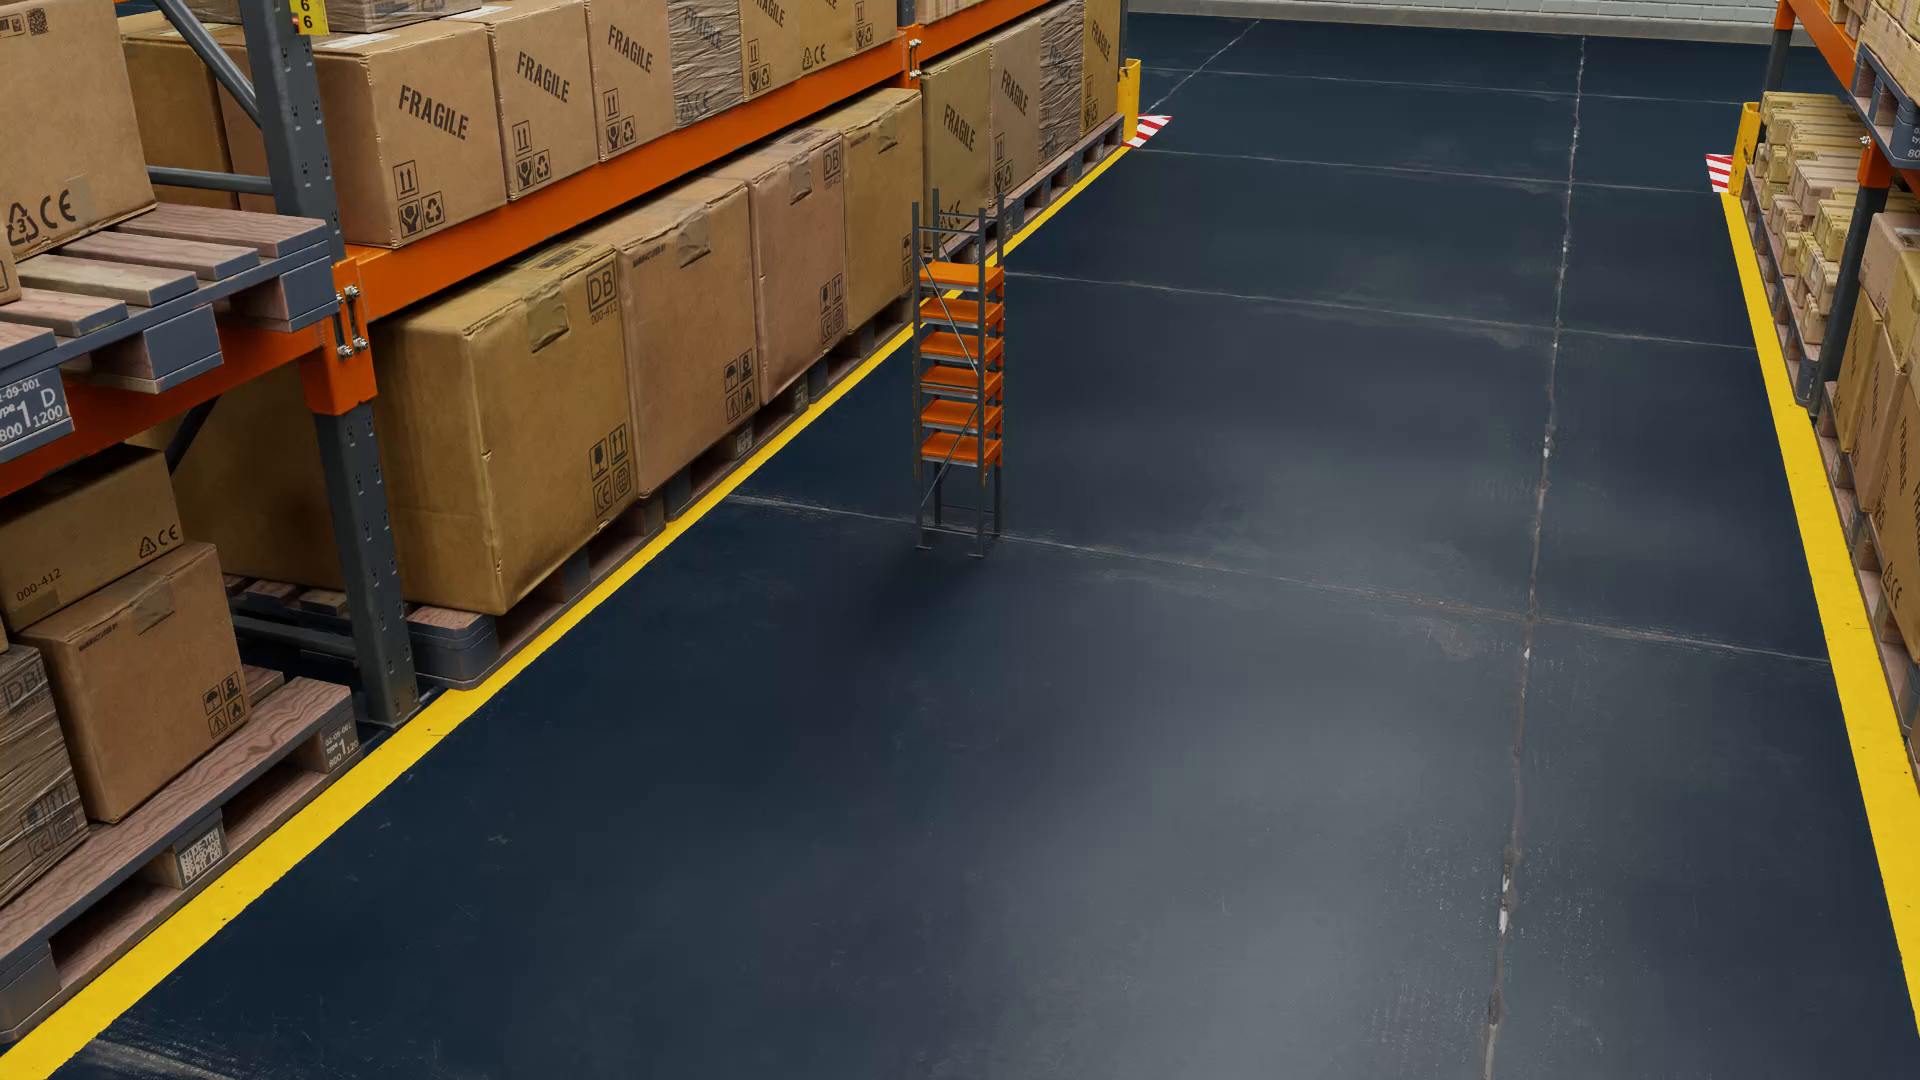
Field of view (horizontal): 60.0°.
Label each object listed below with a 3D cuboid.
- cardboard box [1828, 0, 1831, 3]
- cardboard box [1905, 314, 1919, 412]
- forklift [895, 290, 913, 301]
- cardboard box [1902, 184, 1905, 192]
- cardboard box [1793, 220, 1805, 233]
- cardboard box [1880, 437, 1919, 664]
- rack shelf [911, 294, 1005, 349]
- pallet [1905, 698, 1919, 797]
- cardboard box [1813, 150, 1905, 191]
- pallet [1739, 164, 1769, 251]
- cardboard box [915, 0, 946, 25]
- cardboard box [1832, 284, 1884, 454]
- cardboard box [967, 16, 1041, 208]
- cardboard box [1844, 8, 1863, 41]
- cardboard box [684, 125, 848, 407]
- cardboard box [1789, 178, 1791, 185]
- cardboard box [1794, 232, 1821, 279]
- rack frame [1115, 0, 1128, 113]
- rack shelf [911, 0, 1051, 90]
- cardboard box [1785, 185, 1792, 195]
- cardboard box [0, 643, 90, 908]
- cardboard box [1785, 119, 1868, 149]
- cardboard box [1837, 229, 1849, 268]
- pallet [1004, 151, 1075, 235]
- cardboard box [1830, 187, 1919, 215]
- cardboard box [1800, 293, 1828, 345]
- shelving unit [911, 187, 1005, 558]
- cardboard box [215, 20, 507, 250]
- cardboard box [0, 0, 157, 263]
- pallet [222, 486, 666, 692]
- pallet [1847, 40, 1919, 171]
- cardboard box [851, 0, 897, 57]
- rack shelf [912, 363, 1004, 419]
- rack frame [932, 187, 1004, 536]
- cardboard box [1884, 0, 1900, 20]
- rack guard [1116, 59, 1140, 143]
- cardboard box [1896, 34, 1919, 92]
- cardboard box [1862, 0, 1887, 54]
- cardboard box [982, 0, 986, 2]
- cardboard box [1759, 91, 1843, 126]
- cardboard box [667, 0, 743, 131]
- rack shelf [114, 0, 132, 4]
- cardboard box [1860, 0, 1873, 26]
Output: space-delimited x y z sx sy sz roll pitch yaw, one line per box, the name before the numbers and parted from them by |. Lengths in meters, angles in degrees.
cardboard box | 4.497 -2.695 8.163 0.380 0.149 0.250 8 27 16
cardboard box | 3.104 -0.503 4.873 0.500 0.250 0.500 10 28 19
forklift | -1.706 -2.362 7.264 3.031 2.935 1.130 0 26 0
cardboard box | 5.015 -1.911 8.703 0.380 0.149 0.250 8 27 17
cardboard box | 4.252 -1.434 8.060 0.380 0.149 0.250 9 27 18
cardboard box | 2.926 0.044 4.604 0.500 0.500 0.500 8 27 15
rack shelf | -0.005 -0.710 5.391 0.258 0.103 0.180 9 27 17
pallet | 2.878 0.783 3.891 1.003 0.211 1.213 9 27 17
cardboard box | 4.372 -1.786 8.103 0.380 0.149 0.250 9 27 18
pallet | 4.950 -1.824 9.275 1.003 0.211 1.213 9 27 17
cardboard box | -0.284 -2.516 7.793 0.380 0.149 0.250 9 27 18
cardboard box | 3.452 -0.594 5.921 0.500 0.500 0.500 10 28 19
cardboard box | -0.101 -2.418 9.258 0.875 0.875 0.875 9 27 17
cardboard box | 4.122 -2.275 7.294 0.380 0.149 0.250 8 27 15
cardboard box | -1.186 -1.155 6.650 1.225 0.875 0.875 8 27 16
cardboard box | 4.534 -1.870 8.619 0.380 0.149 0.250 7 27 15
cardboard box | 3.904 -1.236 7.309 0.380 0.149 0.250 8 27 16
rack frame | 0.635 -4.200 10.982 1.000 3.000 0.127 9 27 17
rack shelf | -0.030 -3.054 9.441 1.077 0.370 4.000 9 27 17
cardboard box | 4.533 -1.746 8.703 0.380 0.149 0.250 9 27 18
cardboard box | -2.403 0.523 3.591 0.700 0.500 0.500 6 27 13
cardboard box | 4.597 -2.117 8.787 0.380 0.149 0.250 7 27 15
cardboard box | 3.821 -1.153 6.796 0.380 0.149 0.250 10 27 19
pallet | 0.035 -2.105 9.855 1.003 0.211 1.213 9 27 17
cardboard box | 4.105 -1.462 7.435 0.380 0.149 0.250 10 27 19
cardboard box | 3.757 -0.912 6.980 0.380 0.149 0.250 9 27 18
shelving unit | -0.005 -0.534 5.476 0.258 1.200 0.189 9 27 17
cardboard box | -1.608 -1.117 4.501 0.500 0.500 0.500 10 27 19
cardboard box | -2.169 -0.918 3.608 0.500 0.500 0.500 5 26 11
pallet | -1.693 0.030 5.446 1.003 0.211 1.213 9 27 17
pallet | 3.556 -1.416 5.452 1.003 0.211 1.213 9 27 17
cardboard box | -0.594 -2.369 7.086 0.500 0.500 0.500 9 27 18
rack shelf | -0.005 -0.494 5.496 0.258 0.103 0.180 9 27 17
rack frame | 0.026 -0.572 5.554 0.240 1.200 0.006 9 27 17
cardboard box | 3.299 -1.803 5.497 0.380 0.149 0.250 8 27 16
rack guard | 0.643 -3.085 11.547 1.175 0.500 0.348 9 27 17
cardboard box | 3.125 -1.456 5.121 0.380 0.149 0.250 9 27 18
cardboard box | 3.383 -1.776 5.782 0.380 0.149 0.250 7 27 15
cardboard box | -0.023 -2.841 8.463 0.380 0.149 0.250 8 27 16
cardboard box | 4.784 -2.446 9.468 0.380 0.149 0.250 8 27 15
cardboard box | -1.104 -1.746 5.799 0.500 0.500 0.500 9 27 18
rack shelf | -4.701 -3.772 10.925 1.077 0.370 4.000 9 27 17
cardboard box | 3.843 -2.214 6.424 0.500 0.500 0.500 9 27 18
